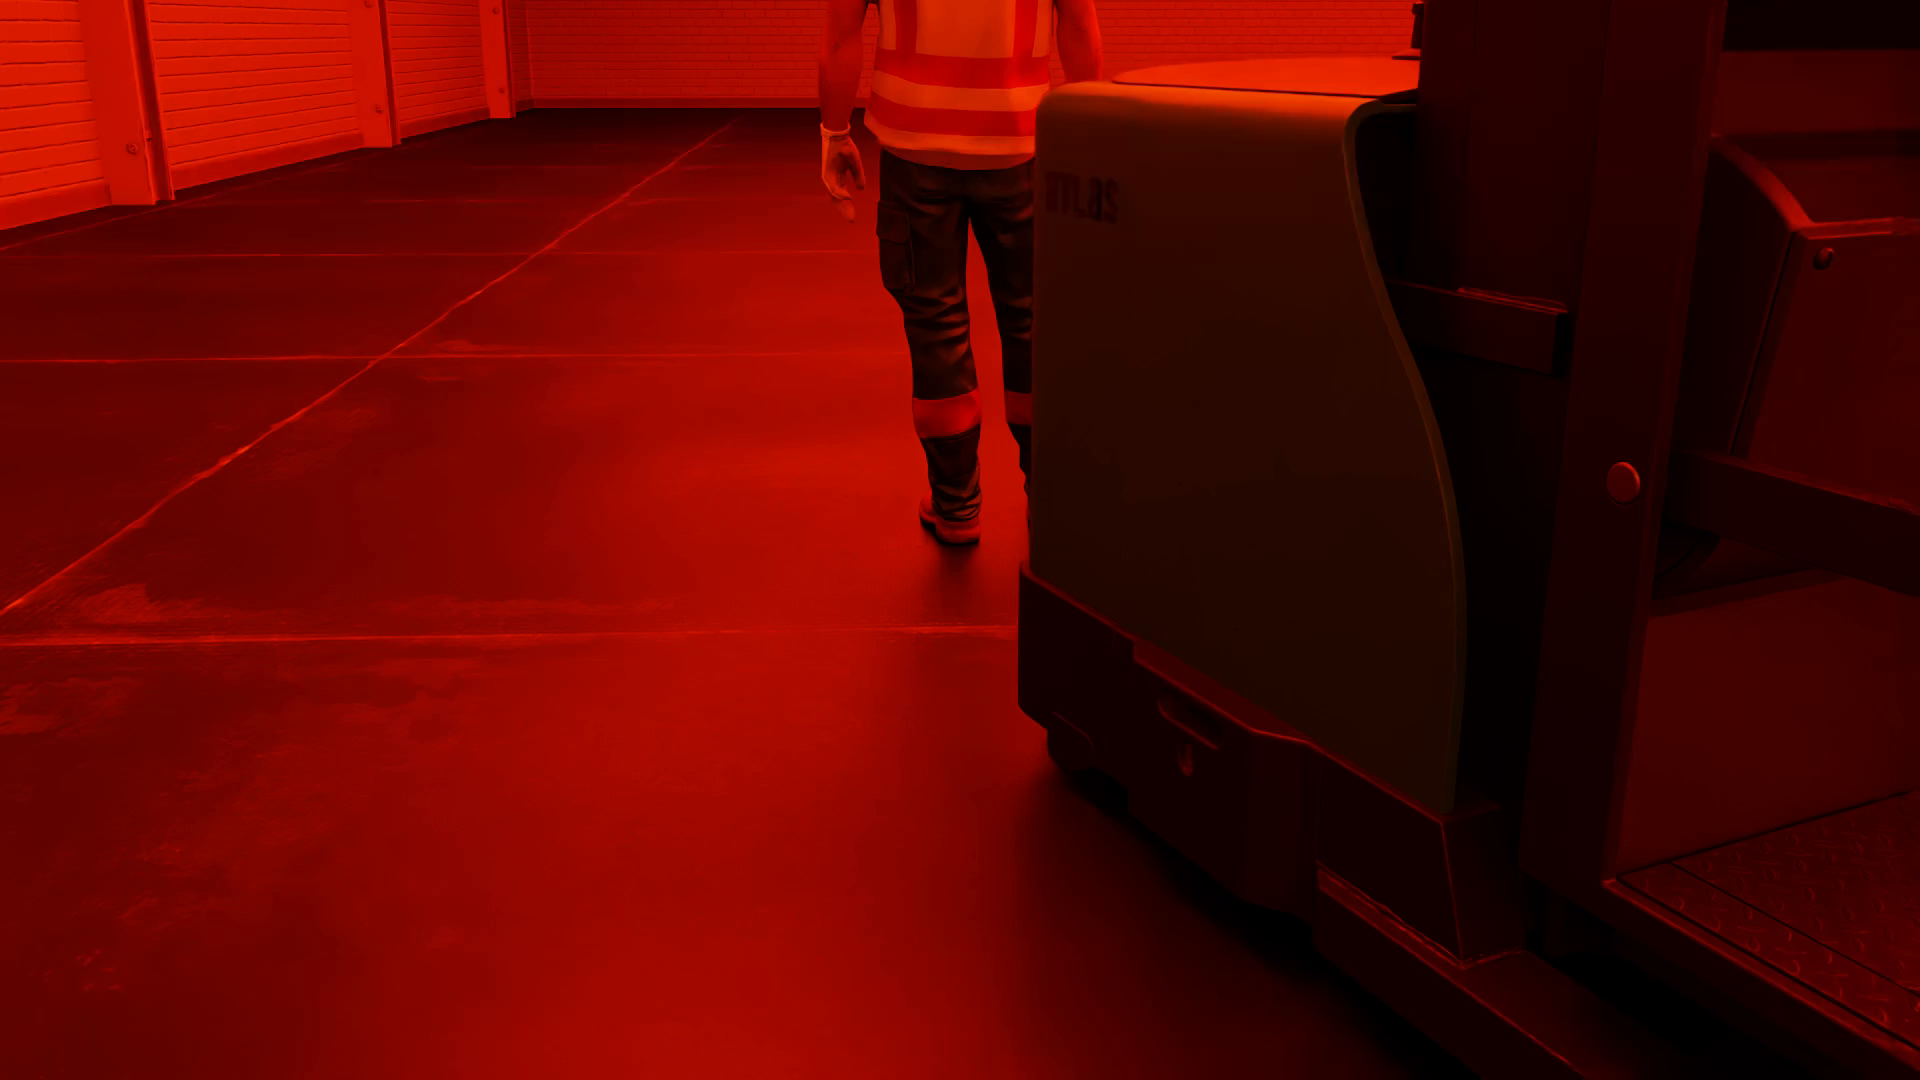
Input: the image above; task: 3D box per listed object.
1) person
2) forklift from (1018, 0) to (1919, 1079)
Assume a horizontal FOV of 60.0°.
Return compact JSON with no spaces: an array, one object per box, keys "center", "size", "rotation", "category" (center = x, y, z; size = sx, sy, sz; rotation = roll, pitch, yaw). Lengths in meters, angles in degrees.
[{"center":[0.008,-0.886,3.732],"size":[0.637,1.790,0.562],"rotation":[-1,17,-3],"category":"person"},{"center":[1.194,-0.743,1.336],"size":[1.130,2.935,3.031],"rotation":[-8,19,-25],"category":"forklift"}]
